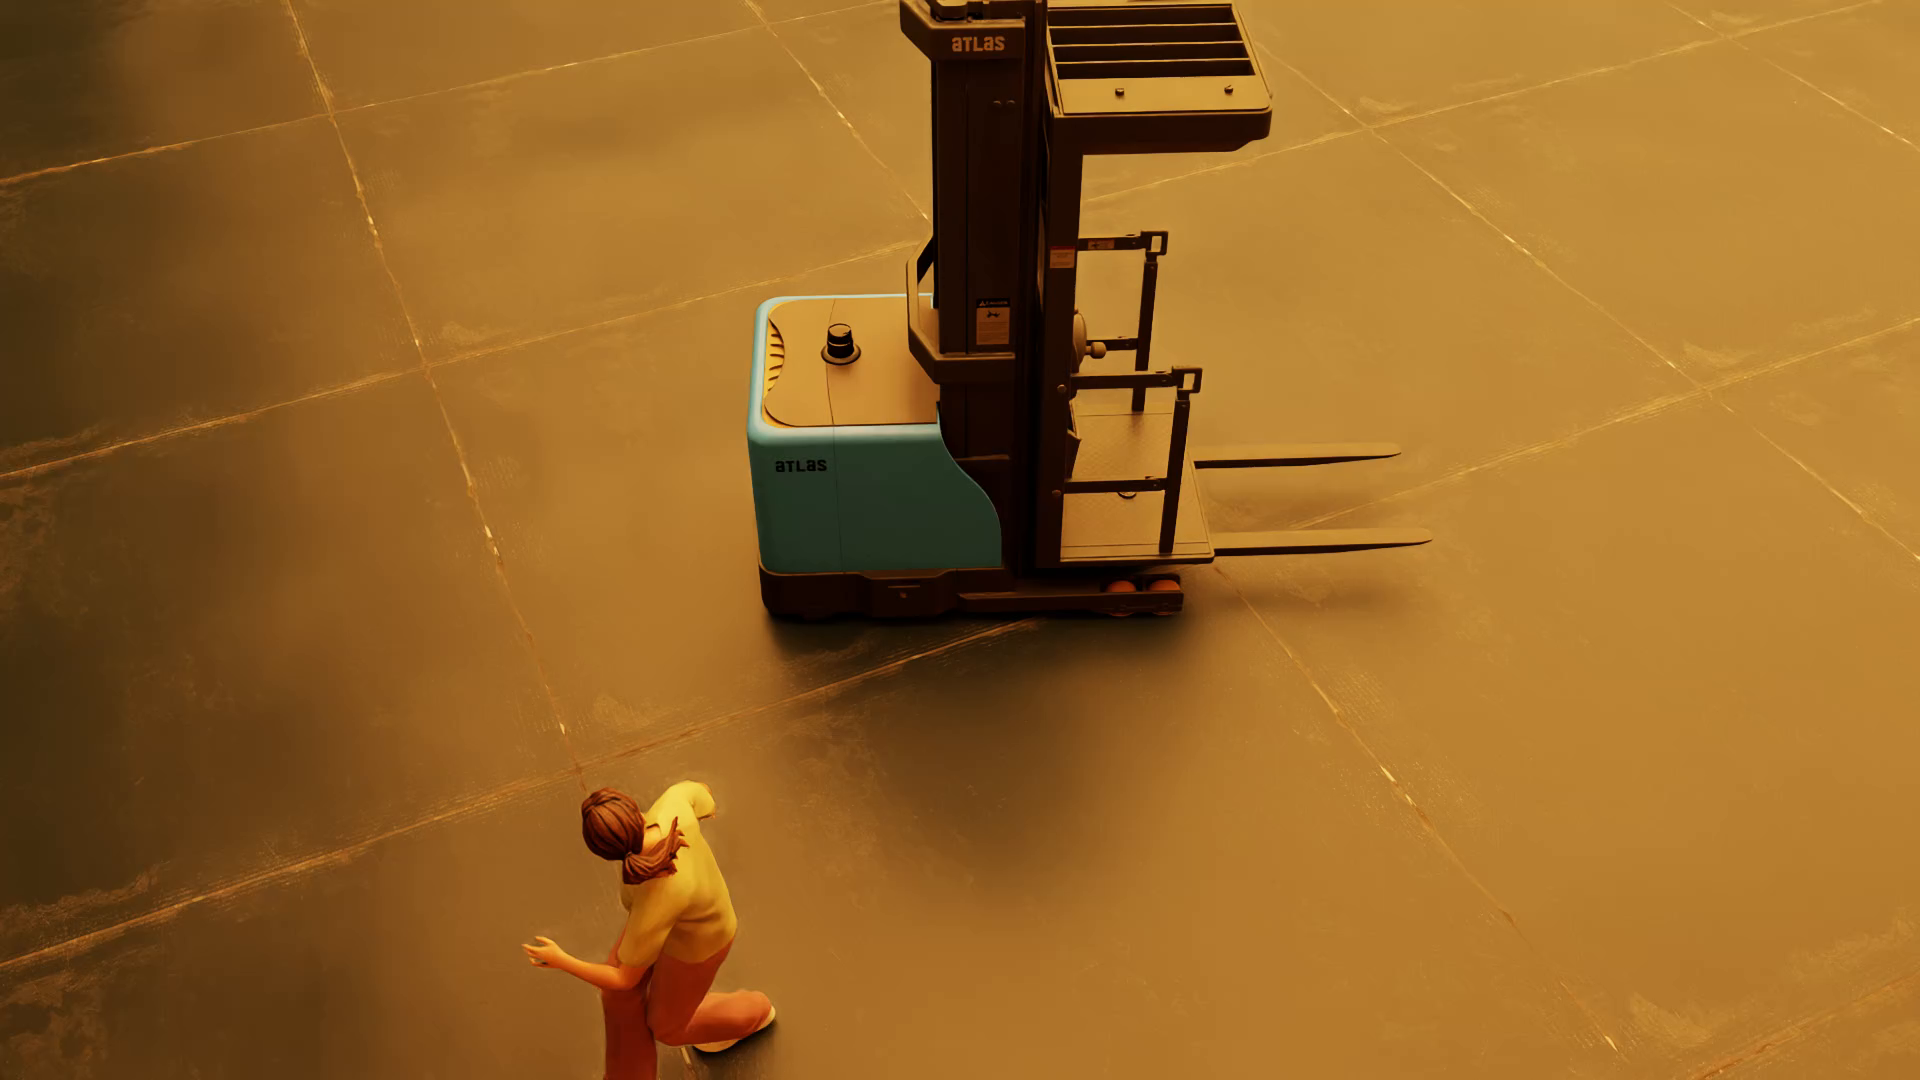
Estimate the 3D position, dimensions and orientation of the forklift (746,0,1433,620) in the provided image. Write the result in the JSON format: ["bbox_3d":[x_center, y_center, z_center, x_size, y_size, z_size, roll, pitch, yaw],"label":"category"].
[{"bbox_3d":[0.610,-1.090,6.848,3.031,2.935,1.130,-2,43,-2],"label":"forklift"}]

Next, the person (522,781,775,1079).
[{"bbox_3d":[-1.029,1.232,5.401,0.754,1.538,0.706,-13,45,-14],"label":"person"}]
